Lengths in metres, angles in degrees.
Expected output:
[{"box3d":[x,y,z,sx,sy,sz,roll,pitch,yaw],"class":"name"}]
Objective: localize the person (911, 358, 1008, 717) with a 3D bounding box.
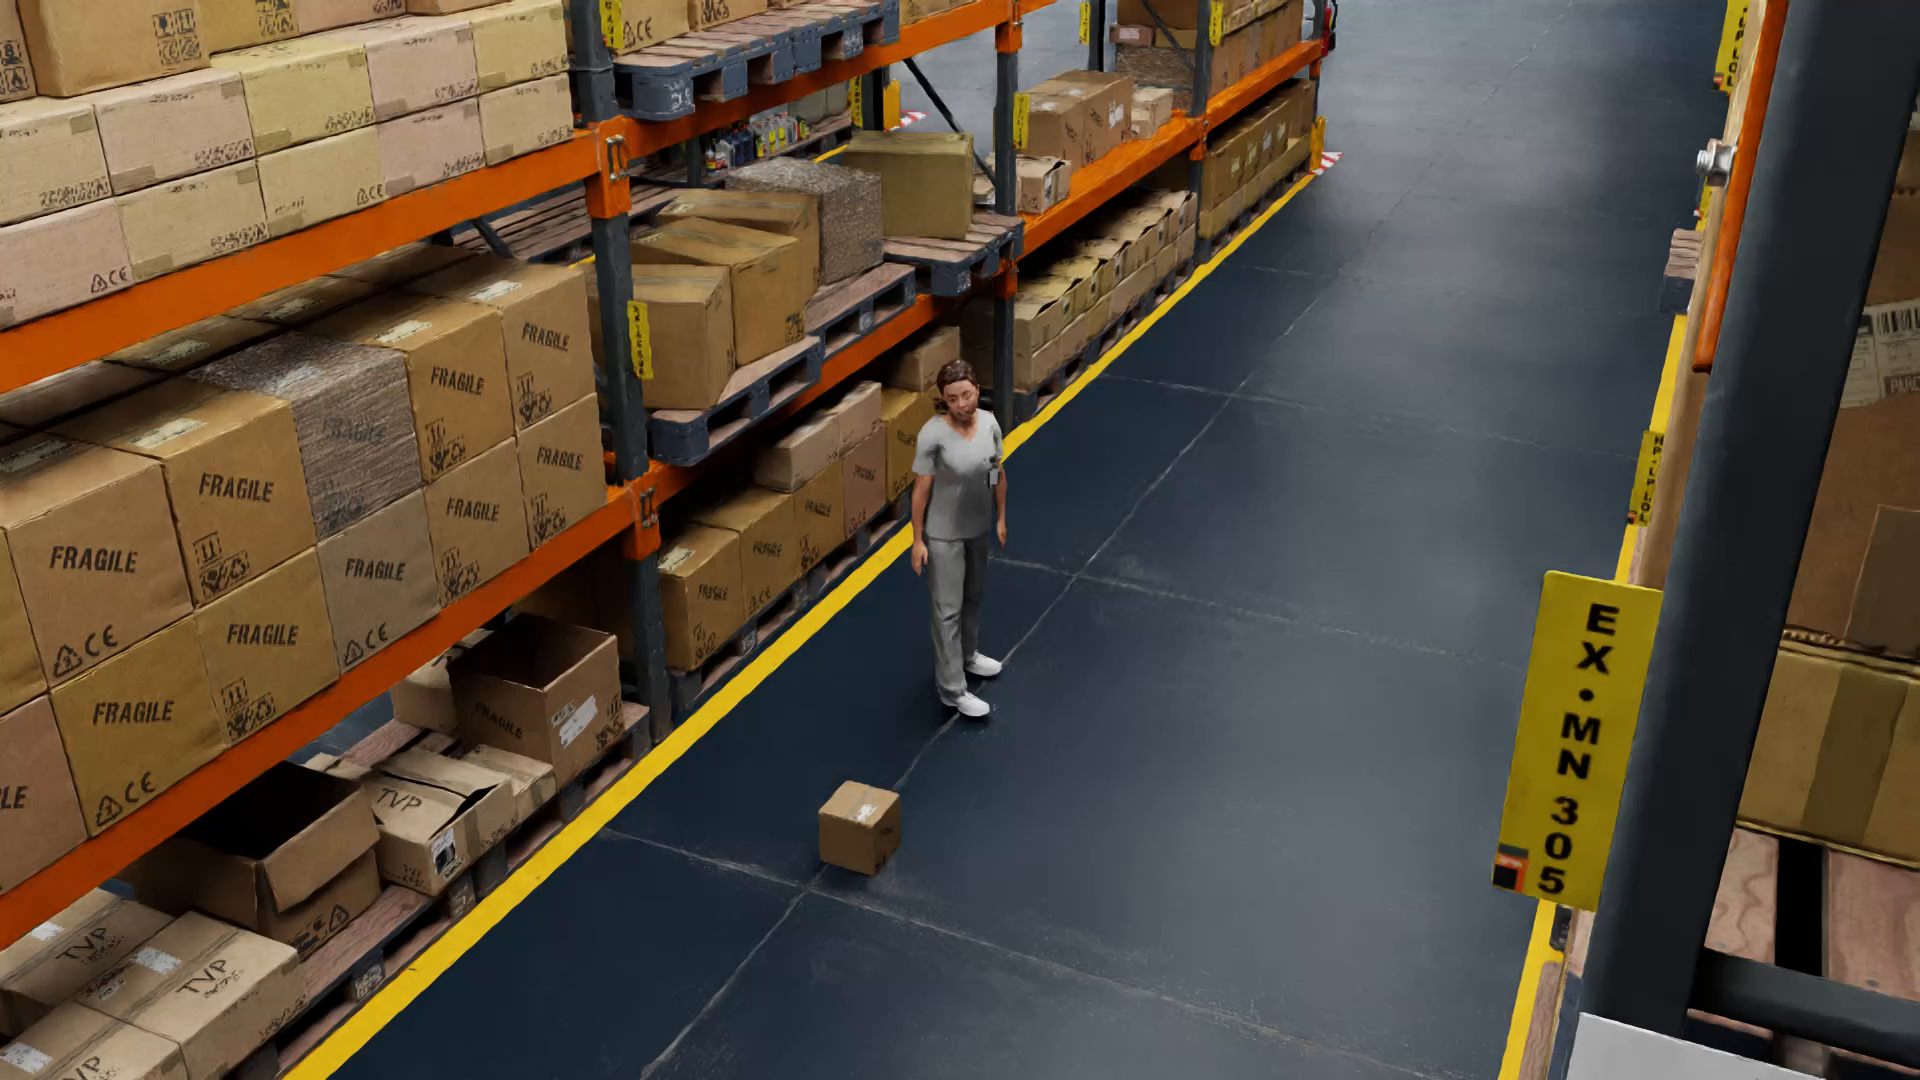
[{"box3d":[0.017,-0.018,7.599,0.547,1.669,0.561,-19,32,-34],"class":"person"}]
